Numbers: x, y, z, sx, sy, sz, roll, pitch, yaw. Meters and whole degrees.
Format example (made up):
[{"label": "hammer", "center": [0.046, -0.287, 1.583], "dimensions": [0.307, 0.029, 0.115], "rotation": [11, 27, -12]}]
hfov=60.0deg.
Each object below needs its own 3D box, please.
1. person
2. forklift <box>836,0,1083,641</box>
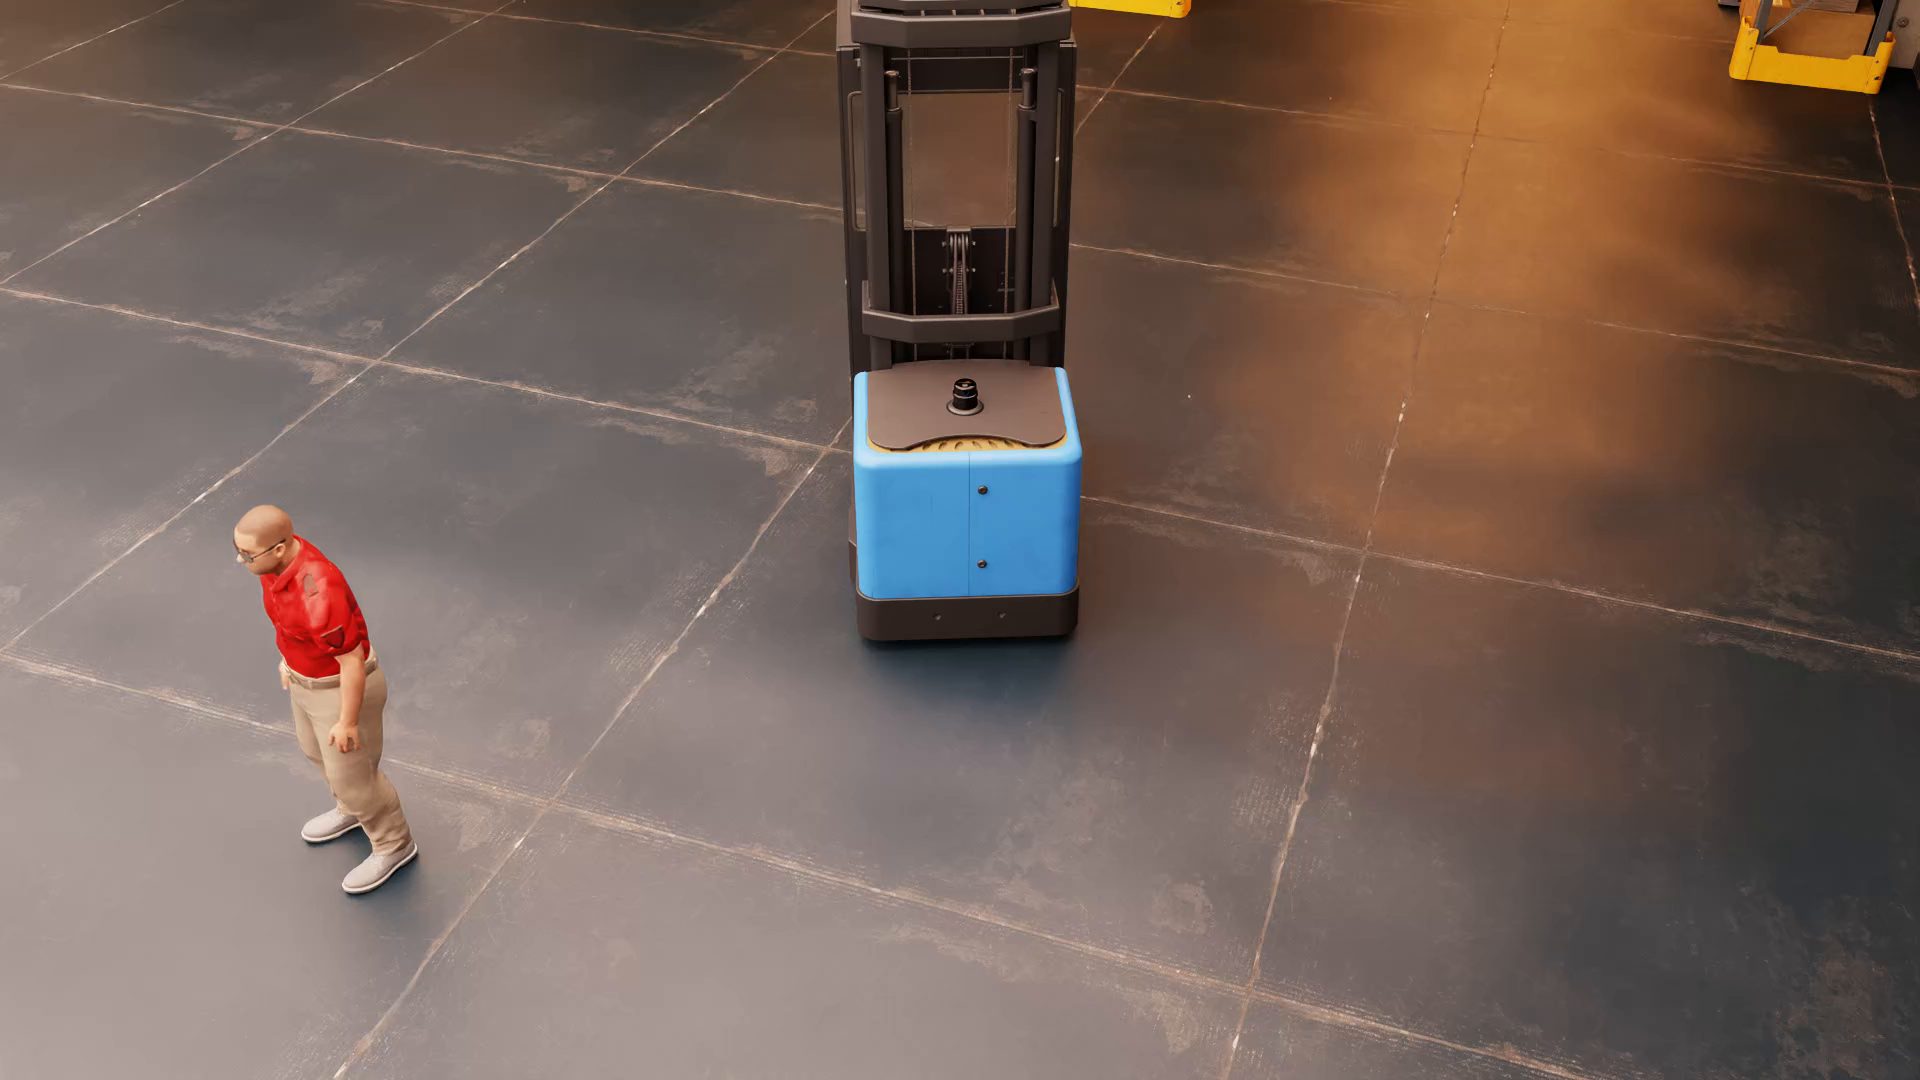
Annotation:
[{"label": "person", "center": [-2.418, 0.569, 6.347], "dimensions": [0.392, 1.727, 0.585], "rotation": [-26, 43, -32]}, {"label": "forklift", "center": [-0.029, -1.547, 8.293], "dimensions": [1.130, 2.935, 3.031], "rotation": [-2, 35, -2]}]
